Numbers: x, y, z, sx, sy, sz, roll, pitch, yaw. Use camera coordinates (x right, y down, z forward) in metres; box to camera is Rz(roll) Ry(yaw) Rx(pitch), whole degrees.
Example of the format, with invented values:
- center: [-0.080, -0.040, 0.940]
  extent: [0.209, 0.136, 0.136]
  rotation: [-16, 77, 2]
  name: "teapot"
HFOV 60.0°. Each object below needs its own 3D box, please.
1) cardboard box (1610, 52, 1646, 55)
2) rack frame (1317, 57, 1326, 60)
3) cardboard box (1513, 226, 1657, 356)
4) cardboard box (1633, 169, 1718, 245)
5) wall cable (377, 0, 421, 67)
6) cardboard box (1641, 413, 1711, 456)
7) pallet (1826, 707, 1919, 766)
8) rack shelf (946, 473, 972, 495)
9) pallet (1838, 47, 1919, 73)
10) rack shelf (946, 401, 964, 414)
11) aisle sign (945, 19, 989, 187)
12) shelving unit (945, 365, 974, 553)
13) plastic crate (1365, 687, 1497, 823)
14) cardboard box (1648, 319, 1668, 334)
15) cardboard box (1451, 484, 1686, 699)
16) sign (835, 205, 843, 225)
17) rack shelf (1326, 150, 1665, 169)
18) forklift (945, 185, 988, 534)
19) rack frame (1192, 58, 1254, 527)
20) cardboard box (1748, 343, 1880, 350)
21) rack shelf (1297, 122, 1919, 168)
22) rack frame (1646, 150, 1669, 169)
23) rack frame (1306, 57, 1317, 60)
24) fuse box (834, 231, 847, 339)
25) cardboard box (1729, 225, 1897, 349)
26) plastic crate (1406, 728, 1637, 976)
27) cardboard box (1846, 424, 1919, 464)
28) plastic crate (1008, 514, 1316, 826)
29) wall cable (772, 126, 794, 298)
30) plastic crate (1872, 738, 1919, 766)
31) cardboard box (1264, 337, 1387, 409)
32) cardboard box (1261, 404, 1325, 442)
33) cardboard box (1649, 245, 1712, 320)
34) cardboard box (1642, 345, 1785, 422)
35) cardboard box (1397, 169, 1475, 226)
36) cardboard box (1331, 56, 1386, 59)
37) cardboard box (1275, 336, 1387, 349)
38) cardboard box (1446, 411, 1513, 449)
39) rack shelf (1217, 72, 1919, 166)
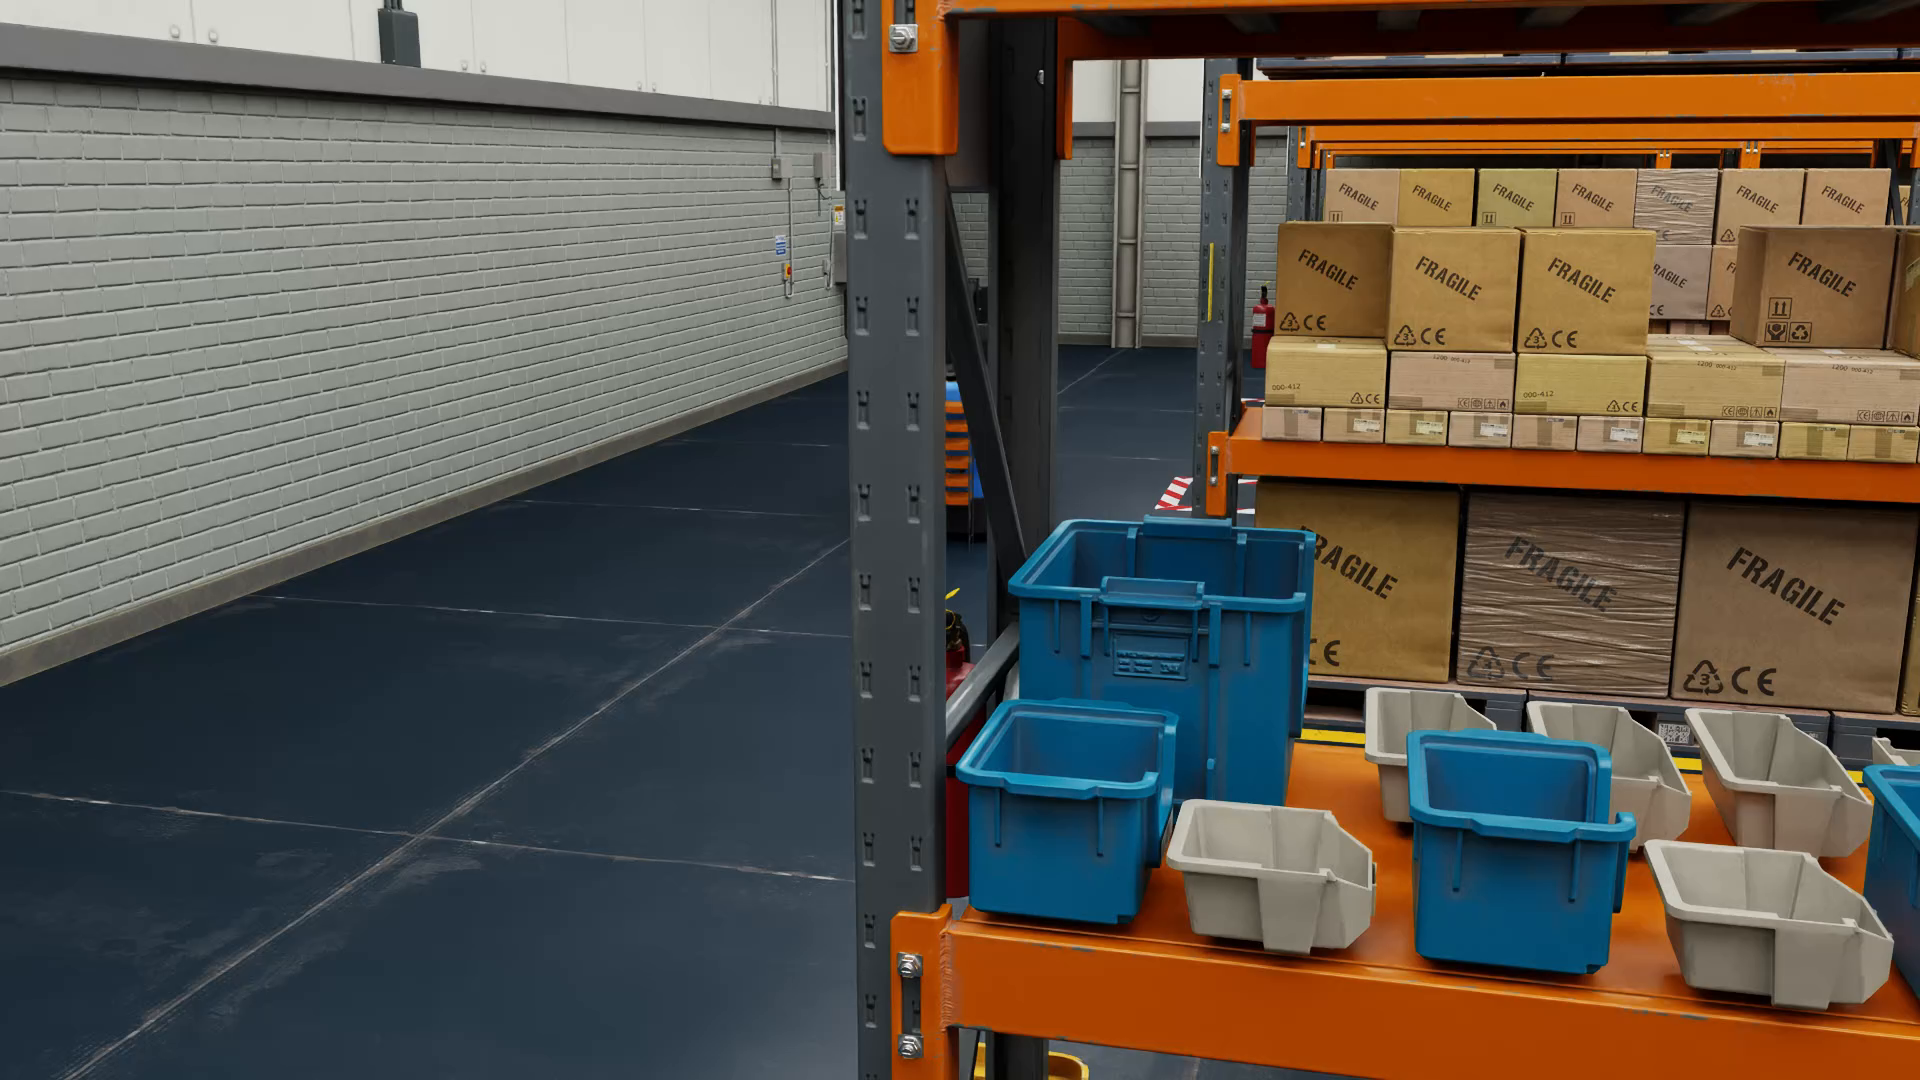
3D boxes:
- center: [4.340, -3.263, 11.283]
  extent: [0.500, 0.250, 0.500]
  rotation: [3, 13, 11]
  name: "cardboard box"
- center: [3.578, -5.762, 16.428]
  extent: [0.127, 3.000, 1.000]
  rotation: [3, 13, 14]
  name: "rack frame"
- center: [2.594, -1.054, 6.987]
  extent: [0.500, 0.500, 0.500]
  rotation: [3, 13, 12]
  name: "cardboard box"
- center: [4.855, -2.284, 11.378]
  extent: [0.500, 0.500, 0.500]
  rotation: [3, 13, 15]
  name: "cardboard box"
- center: [-3.461, -6.267, 11.276]
  extent: [0.120, 5.999, 2.277]
  rotation: [3, 13, 14]
  name: "wall cable"
- center: [2.962, -0.459, 6.958]
  extent: [0.250, 0.149, 0.380]
  rotation: [3, 13, 12]
  name: "cardboard box"
- center: [4.367, 0.764, 7.303]
  extent: [1.213, 0.211, 1.003]
  rotation: [3, 13, 14]
  name: "pallet"
- center: [-0.018, -0.370, 10.888]
  extent: [0.180, 0.103, 0.258]
  rotation: [1, 13, 6]
  name: "rack shelf"
- center: [4.295, -2.007, 6.635]
  extent: [1.213, 0.211, 1.003]
  rotation: [3, 13, 14]
  name: "pallet"
- center: [-0.018, -0.838, 10.784]
  extent: [0.180, 0.103, 0.258]
  rotation: [1, 13, 6]
  name: "rack shelf"
- center: [0.017, -1.042, 3.003]
  extent: [0.004, 0.787, 0.394]
  rotation: [3, 13, 14]
  name: "aisle sign"
- center: [-0.018, -0.530, 10.852]
  extent: [0.189, 1.200, 0.258]
  rotation: [1, 13, 6]
  name: "shelving unit"
- center: [0.852, 0.396, 2.993]
  extent: [0.243, 0.136, 0.396]
  rotation: [3, 13, 14]
  name: "plastic crate"
- center: [4.769, -1.490, 11.604]
  extent: [0.250, 0.149, 0.380]
  rotation: [3, 13, 13]
  name: "cardboard box"
- center: [2.727, 0.147, 7.583]
  extent: [0.875, 0.875, 0.875]
  rotation: [3, 13, 14]
  name: "cardboard box"
- center: [-1.472, -3.957, 20.238]
  extent: [0.001, 0.242, 0.339]
  rotation: [3, 13, 14]
  name: "sign"
- center: [6.705, -4.886, 21.068]
  extent: [4.000, 0.370, 1.077]
  rotation: [3, 13, 14]
  name: "rack shelf"
- center: [0.129, -1.734, 12.283]
  extent: [1.130, 2.935, 3.031]
  rotation: [1, 13, 6]
  name: "forklift"
- center: [1.203, -0.749, 7.685]
  extent: [0.127, 3.000, 1.000]
  rotation: [3, 13, 14]
  name: "rack frame"
- center: [3.707, -0.746, 7.328]
  extent: [0.500, 0.250, 0.500]
  rotation: [3, 13, 15]
  name: "cardboard box"
- center: [4.431, -2.796, 11.647]
  extent: [4.000, 0.370, 1.077]
  rotation: [3, 13, 14]
  name: "rack shelf"
- center: [8.647, -3.669, 20.848]
  extent: [0.127, 3.000, 1.000]
  rotation: [3, 13, 14]
  name: "rack frame"
- center: [2.490, -4.716, 11.712]
  extent: [0.127, 3.000, 1.000]
  rotation: [3, 13, 14]
  name: "rack frame"
- center: [-1.258, -2.926, 20.471]
  extent: [0.414, 1.711, 0.539]
  rotation: [3, 13, 14]
  name: "fuse box"
- center: [3.700, -1.111, 7.246]
  extent: [0.500, 0.500, 0.500]
  rotation: [3, 13, 12]
  name: "cardboard box"
- center: [0.816, 0.461, 2.478]
  extent: [0.300, 0.233, 0.416]
  rotation: [3, 13, 14]
  name: "plastic crate"
- center: [3.713, -0.419, 6.777]
  extent: [0.250, 0.149, 0.380]
  rotation: [3, 13, 15]
  name: "cardboard box"
- center: [0.386, 0.224, 3.079]
  extent: [0.499, 0.435, 0.616]
  rotation: [3, 13, 14]
  name: "plastic crate"
- center: [-1.902, -3.632, 18.261]
  extent: [0.123, 1.953, 0.585]
  rotation: [3, 13, 14]
  name: "wall cable"
- center: [1.698, 0.435, 2.818]
  extent: [0.250, 0.136, 0.298]
  rotation: [3, 13, 14]
  name: "plastic crate"
- center: [1.605, -0.739, 7.301]
  extent: [0.500, 0.250, 0.500]
  rotation: [3, 13, 12]
  name: "cardboard box"
- center: [1.469, -0.539, 7.316]
  extent: [0.250, 0.149, 0.380]
  rotation: [3, 13, 14]
  name: "cardboard box"
- center: [4.849, -1.792, 11.469]
  extent: [0.500, 0.500, 0.500]
  rotation: [3, 13, 13]
  name: "cardboard box"
- center: [3.106, -0.661, 6.947]
  extent: [0.500, 0.250, 0.500]
  rotation: [3, 13, 12]
  name: "cardboard box"
- center: [3.353, -2.365, 11.742]
  extent: [0.500, 0.500, 0.500]
  rotation: [3, 13, 15]
  name: "cardboard box"
- center: [2.863, -3.344, 11.648]
  extent: [0.500, 0.250, 0.500]
  rotation: [3, 13, 14]
  name: "cardboard box"
- center: [1.737, -0.852, 7.807]
  extent: [0.500, 0.250, 0.500]
  rotation: [3, 13, 13]
  name: "cardboard box"
- center: [2.220, -0.499, 7.138]
  extent: [0.250, 0.149, 0.380]
  rotation: [3, 13, 13]
  name: "cardboard box"
- center: [3.145, -1.758, 6.970]
  extent: [4.000, 0.370, 1.077]
  rotation: [3, 13, 14]
  name: "rack shelf"
